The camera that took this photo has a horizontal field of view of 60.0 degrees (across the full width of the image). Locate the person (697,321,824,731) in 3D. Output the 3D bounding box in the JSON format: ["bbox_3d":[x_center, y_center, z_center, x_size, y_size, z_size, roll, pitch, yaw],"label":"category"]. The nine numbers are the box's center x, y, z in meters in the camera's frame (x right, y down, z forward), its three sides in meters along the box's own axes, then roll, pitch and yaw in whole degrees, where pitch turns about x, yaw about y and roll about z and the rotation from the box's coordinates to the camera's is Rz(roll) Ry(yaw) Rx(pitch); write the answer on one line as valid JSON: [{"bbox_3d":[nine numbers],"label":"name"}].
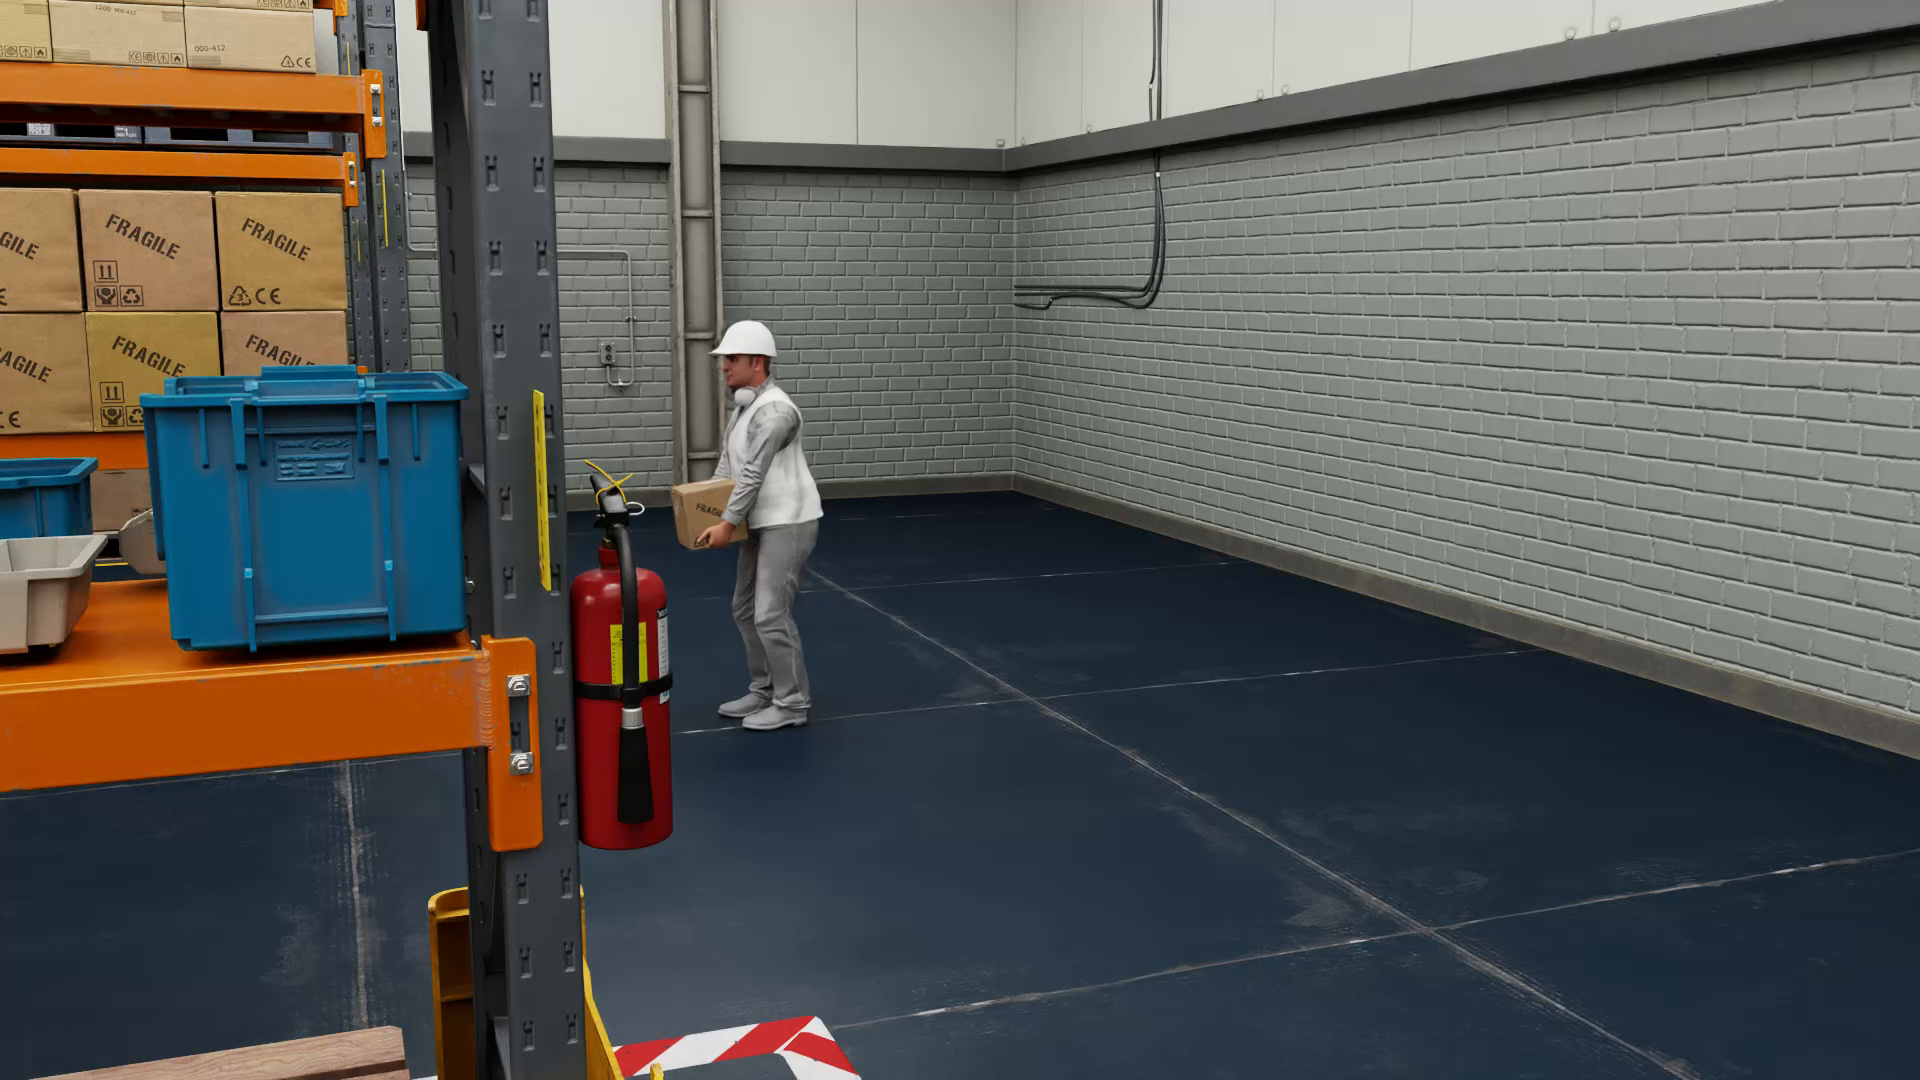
[{"bbox_3d":[-0.893,-0.065,7.242,0.571,1.763,0.489,-4,10,-22],"label":"person"}]
